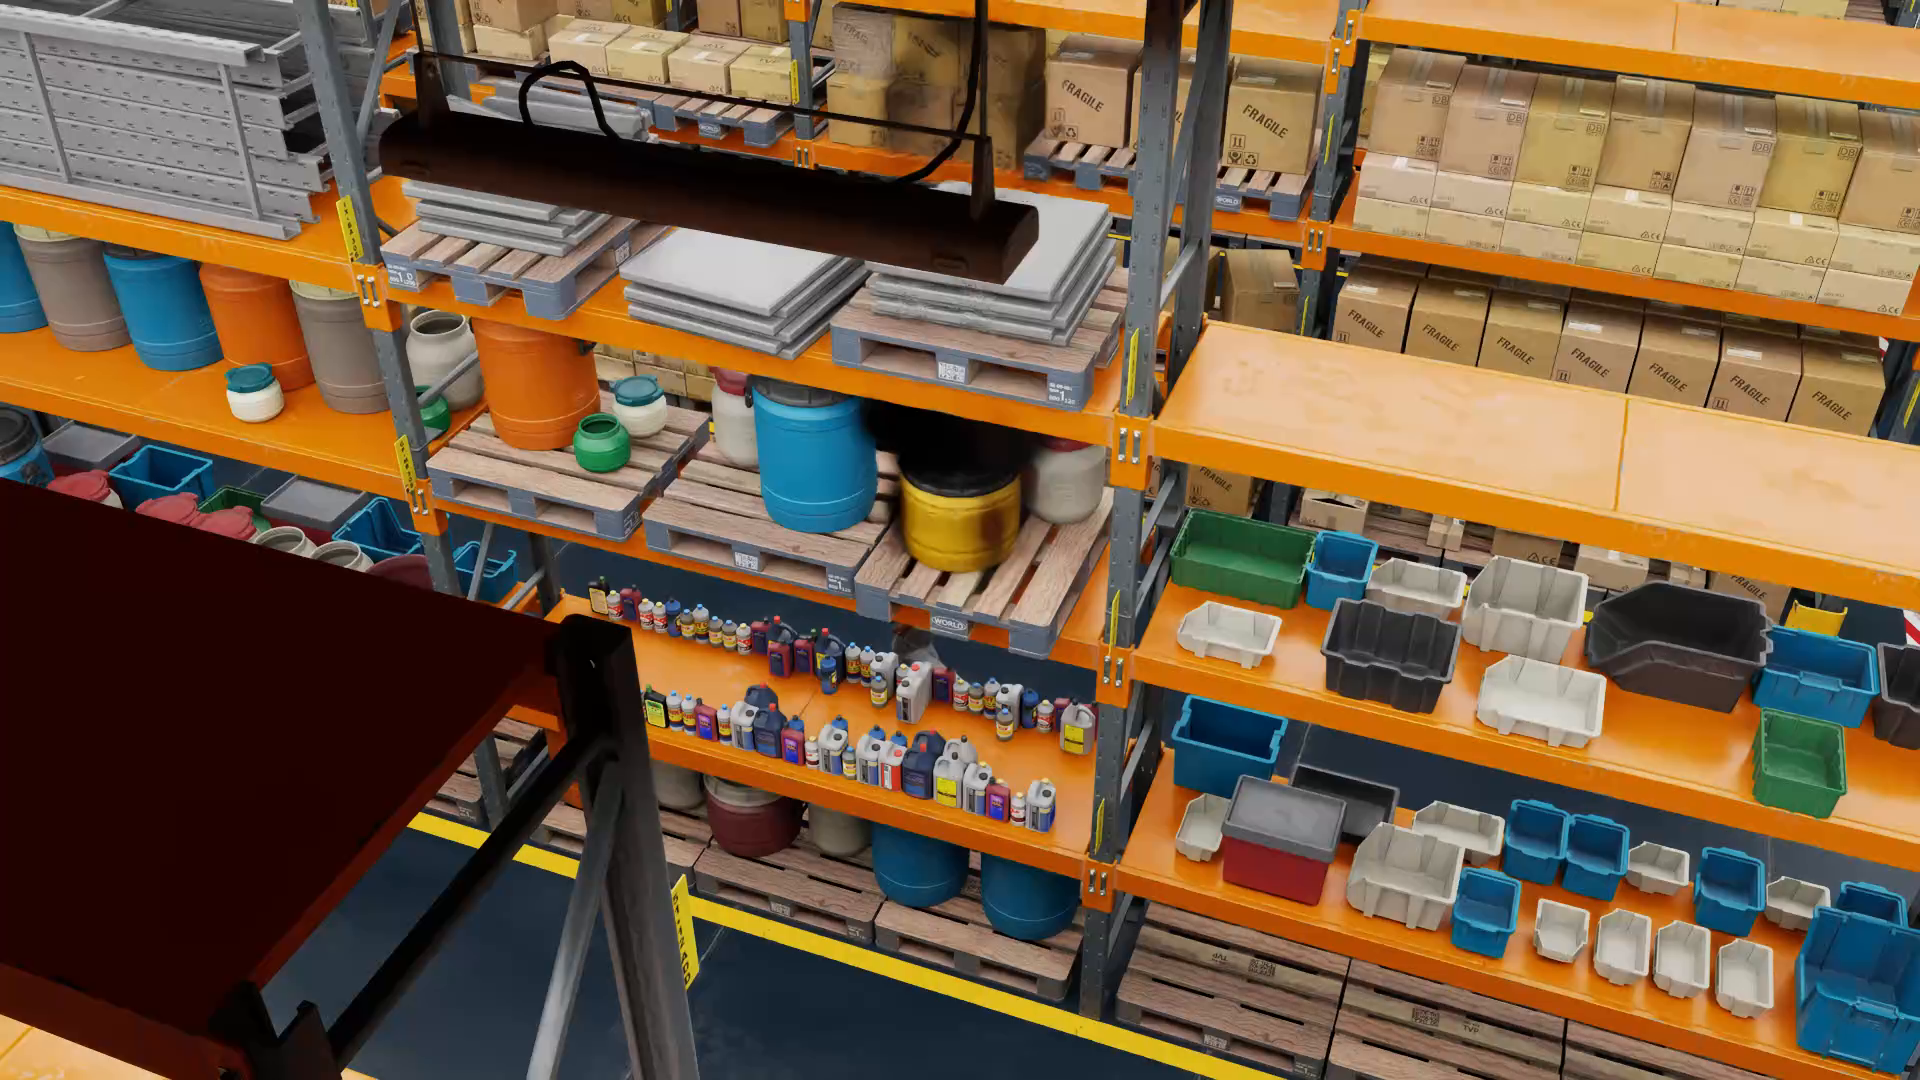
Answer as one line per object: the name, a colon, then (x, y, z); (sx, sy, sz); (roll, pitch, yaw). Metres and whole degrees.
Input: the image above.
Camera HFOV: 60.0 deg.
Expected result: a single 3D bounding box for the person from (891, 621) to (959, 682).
person: (-0.183, 0.479, 11.312); (0.588, 1.723, 0.703); (17, 40, 22)
